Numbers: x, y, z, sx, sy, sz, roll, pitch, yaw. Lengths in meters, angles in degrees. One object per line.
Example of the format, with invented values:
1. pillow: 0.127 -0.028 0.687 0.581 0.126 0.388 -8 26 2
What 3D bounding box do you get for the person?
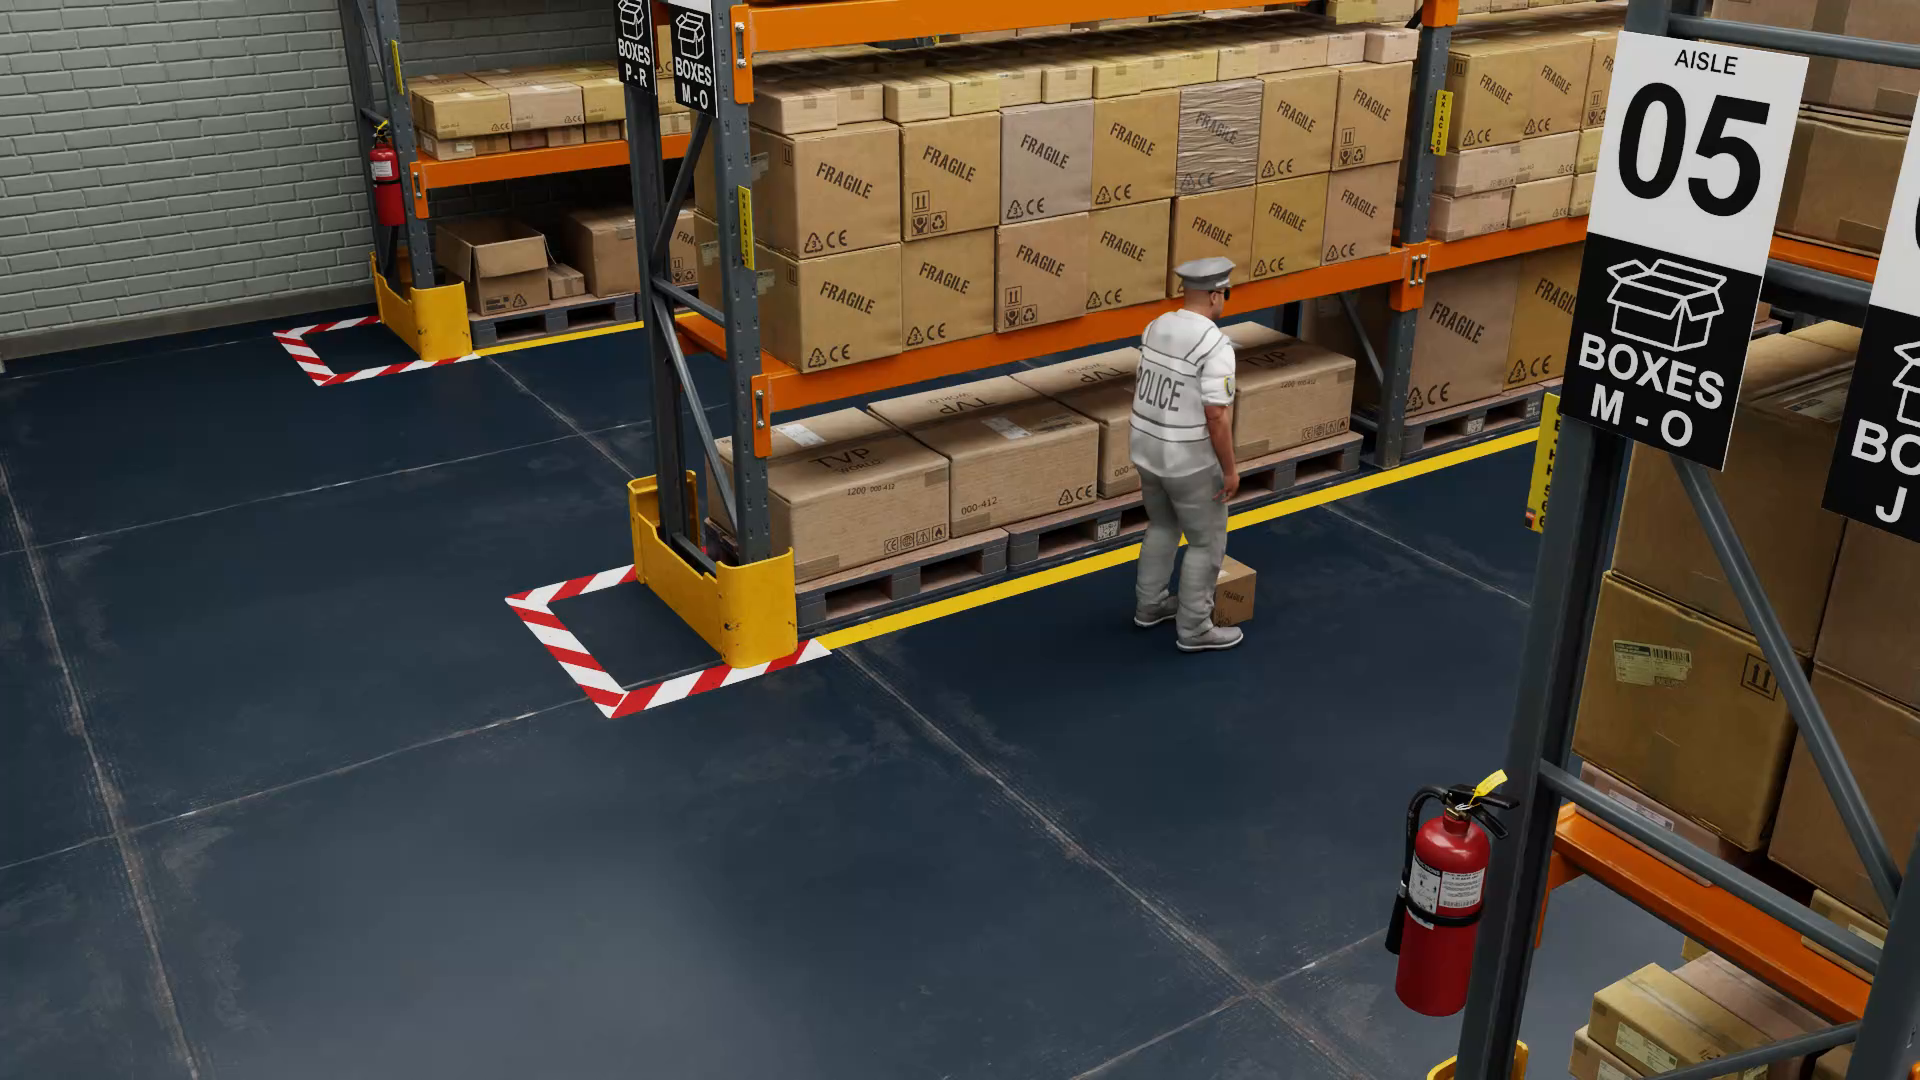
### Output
1. person: 0.990 -0.372 7.397 0.435 1.748 0.590 -16 29 -30
